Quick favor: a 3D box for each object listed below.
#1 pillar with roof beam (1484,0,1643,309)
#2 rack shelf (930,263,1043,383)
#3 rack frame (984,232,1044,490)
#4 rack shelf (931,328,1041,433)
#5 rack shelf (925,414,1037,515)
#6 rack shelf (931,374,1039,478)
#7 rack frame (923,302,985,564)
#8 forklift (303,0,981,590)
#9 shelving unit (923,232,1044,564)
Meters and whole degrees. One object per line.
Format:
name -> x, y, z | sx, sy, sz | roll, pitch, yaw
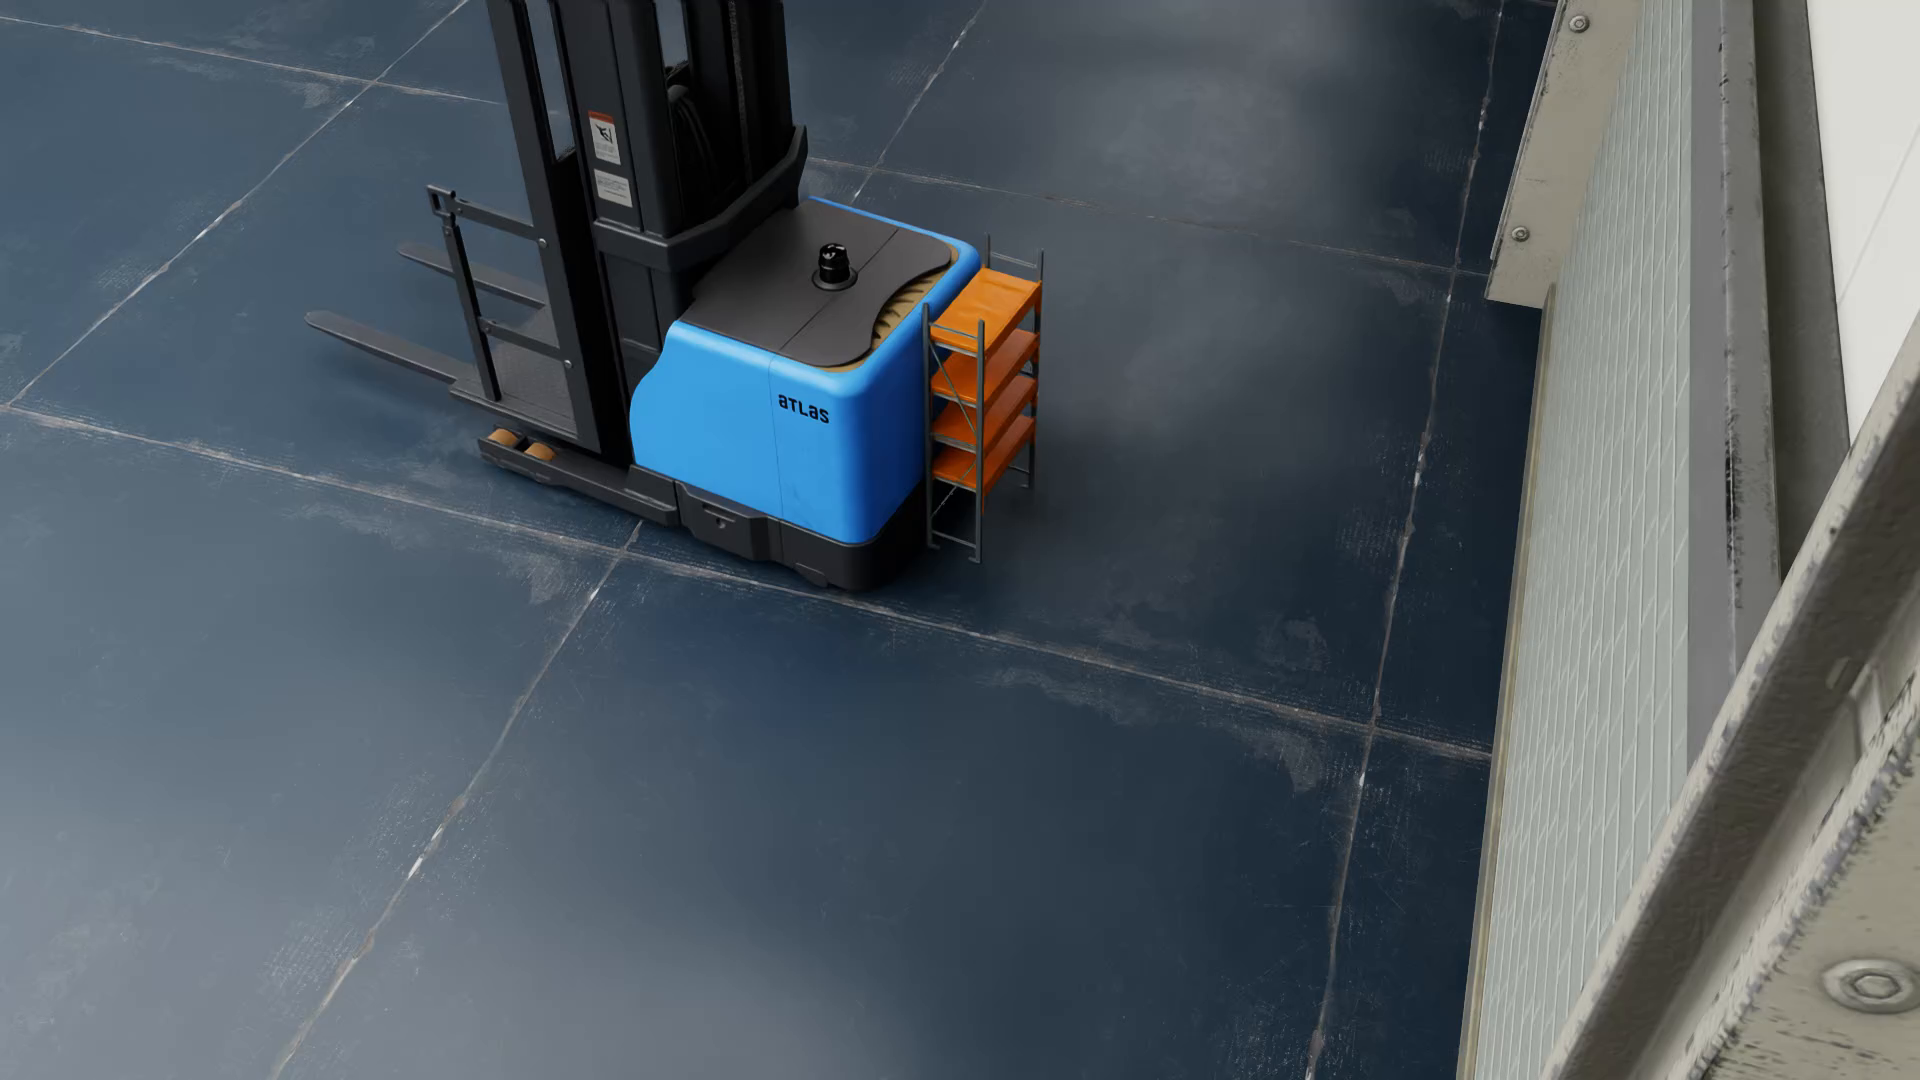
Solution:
pillar with roof beam -> -1.397, -5.379, 5.813 | 9.100, 9.000, 0.400 | 13, 46, 13
rack shelf -> 0.088, -0.807, 6.155 | 0.258, 0.148, 0.480 | 20, 48, 19
rack frame -> 0.199, -0.678, 6.585 | 0.240, 1.200, 0.015 | 20, 48, 19
rack shelf -> 0.088, -0.638, 6.320 | 0.258, 0.148, 0.480 | 20, 48, 19
rack shelf -> 0.088, -0.336, 6.616 | 0.258, 0.148, 0.480 | 20, 48, 19
rack shelf -> 0.088, -0.478, 6.477 | 0.258, 0.148, 0.480 | 20, 48, 19
rack frame -> -0.023, -0.374, 6.274 | 0.240, 1.200, 0.015 | 20, 48, 19
forklift -> -1.451, -1.593, 6.283 | 3.031, 2.935, 1.130 | 20, 48, 20
shelving unit -> 0.088, -0.526, 6.430 | 0.258, 1.200, 0.503 | 20, 48, 19
